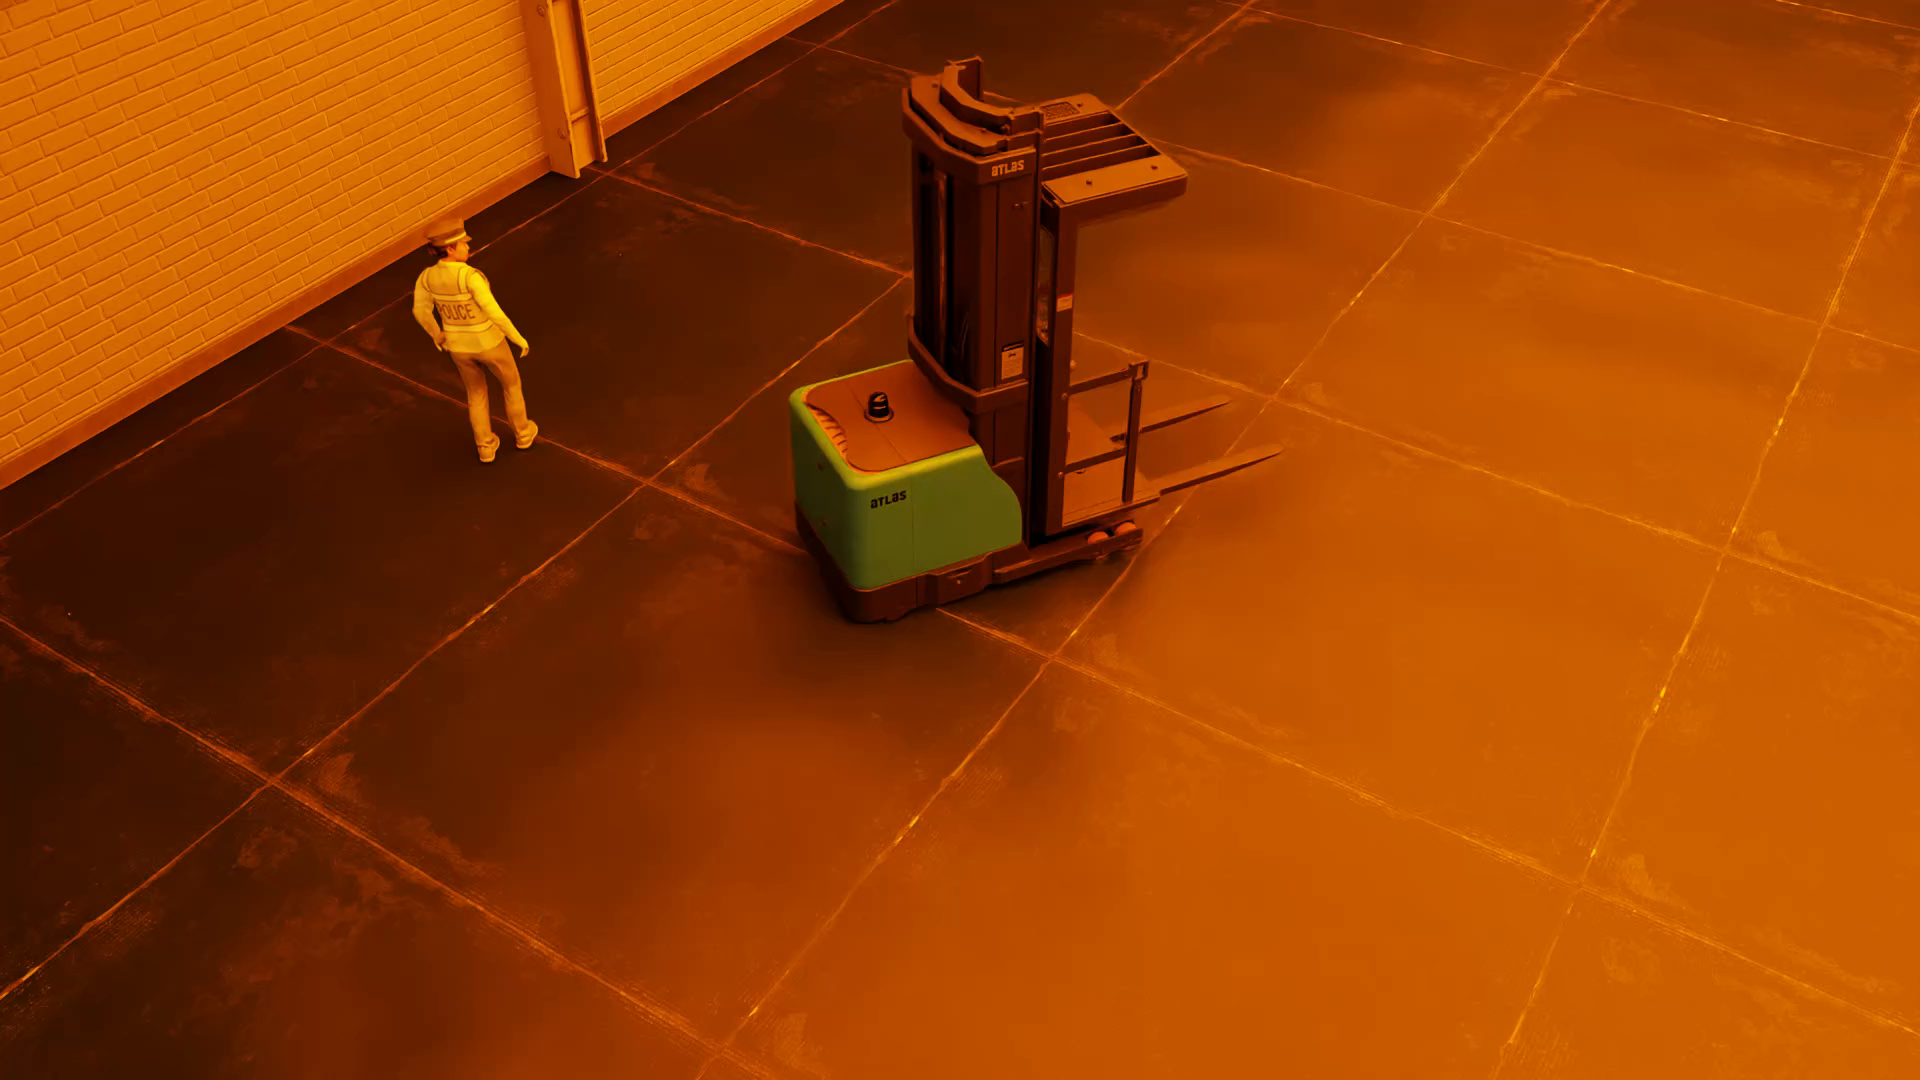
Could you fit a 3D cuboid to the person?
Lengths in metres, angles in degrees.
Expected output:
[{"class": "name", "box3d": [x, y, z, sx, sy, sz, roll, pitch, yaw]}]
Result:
[{"class": "person", "box3d": [-3.028, -1.265, 10.448, 0.687, 1.658, 0.459, 5, 41, 6]}]

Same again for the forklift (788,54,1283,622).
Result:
[{"class": "forklift", "box3d": [0.549, -1.295, 9.495, 3.031, 2.935, 1.130, -17, 43, -19]}]
